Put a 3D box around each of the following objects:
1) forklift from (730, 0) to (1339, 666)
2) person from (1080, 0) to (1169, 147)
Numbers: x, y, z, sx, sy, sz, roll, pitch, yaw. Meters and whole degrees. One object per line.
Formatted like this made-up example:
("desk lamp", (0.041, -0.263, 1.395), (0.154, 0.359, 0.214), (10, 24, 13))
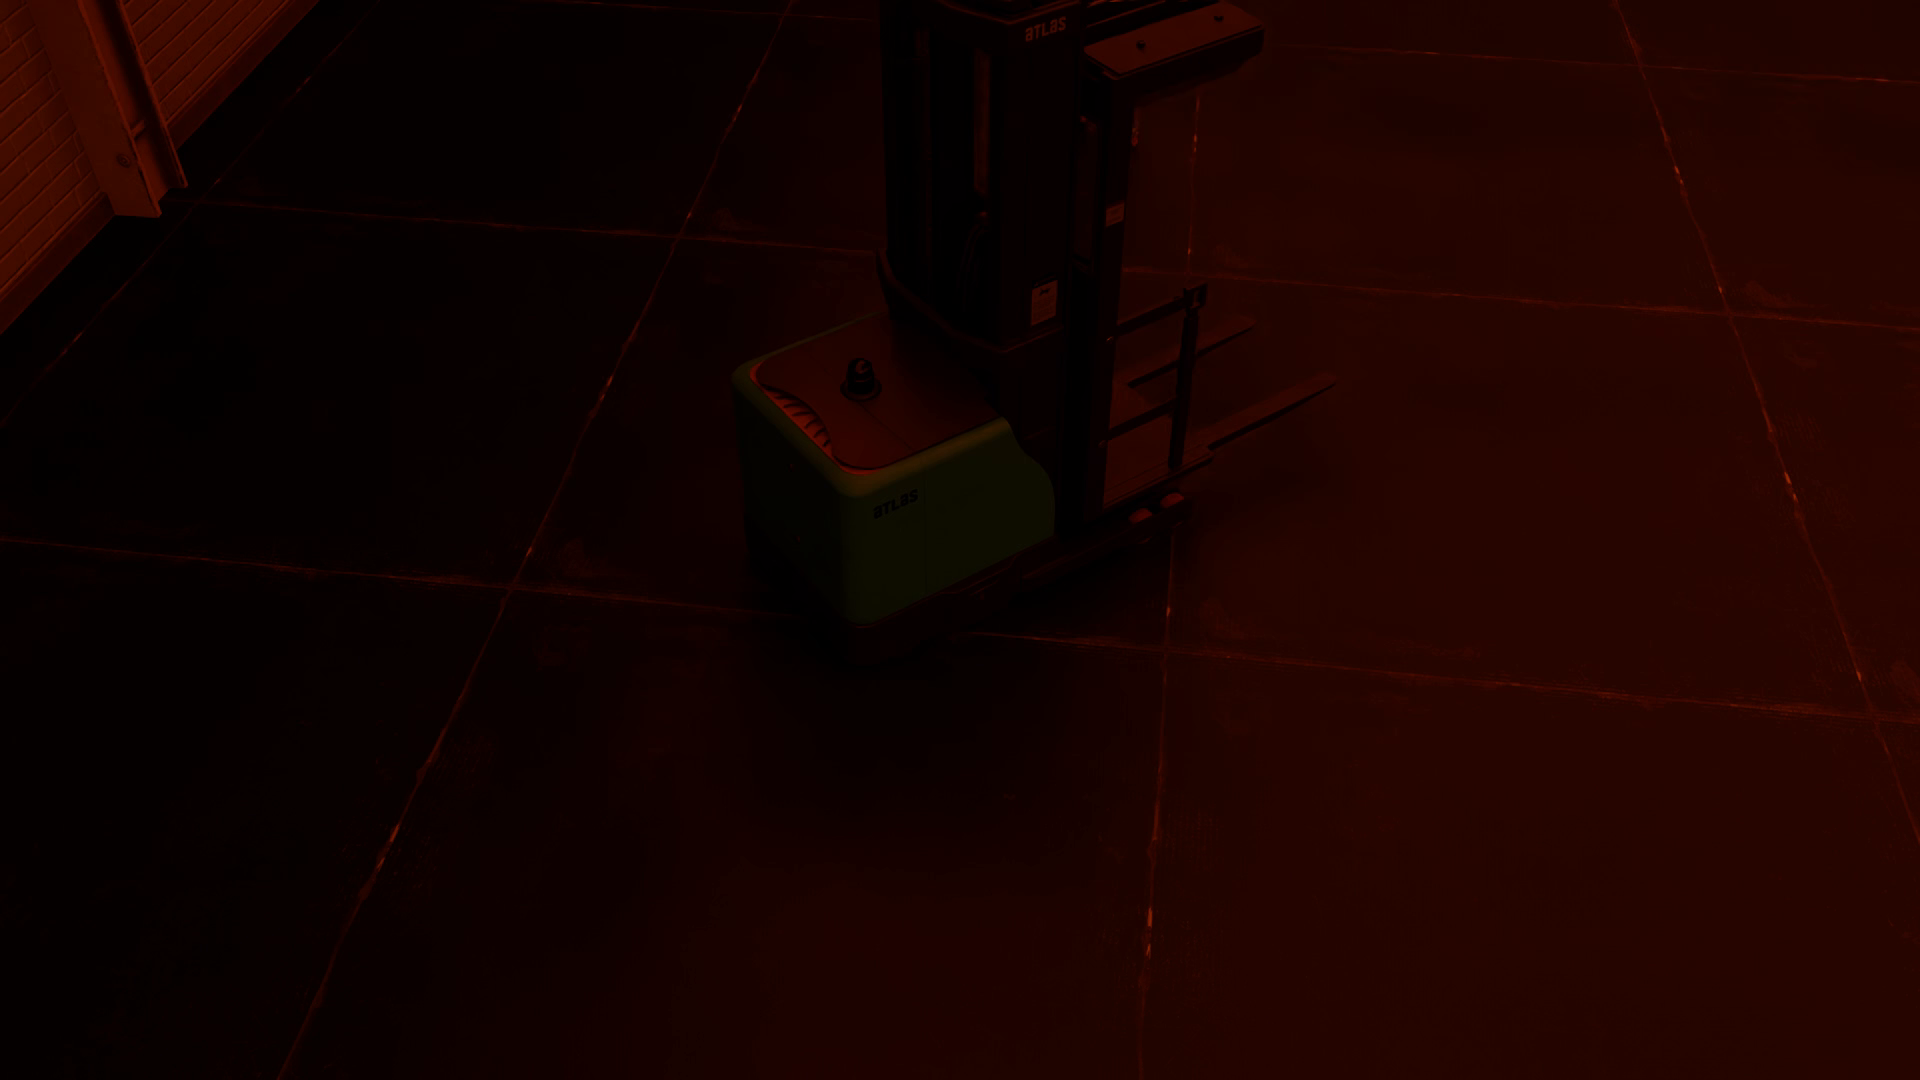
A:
("forklift", (0.498, -1.332, 7.174), (3.031, 2.935, 1.130), (-25, 48, -25))
("person", (0.982, -3.273, 10.215), (0.672, 1.808, 0.517), (-5, 43, -6))
